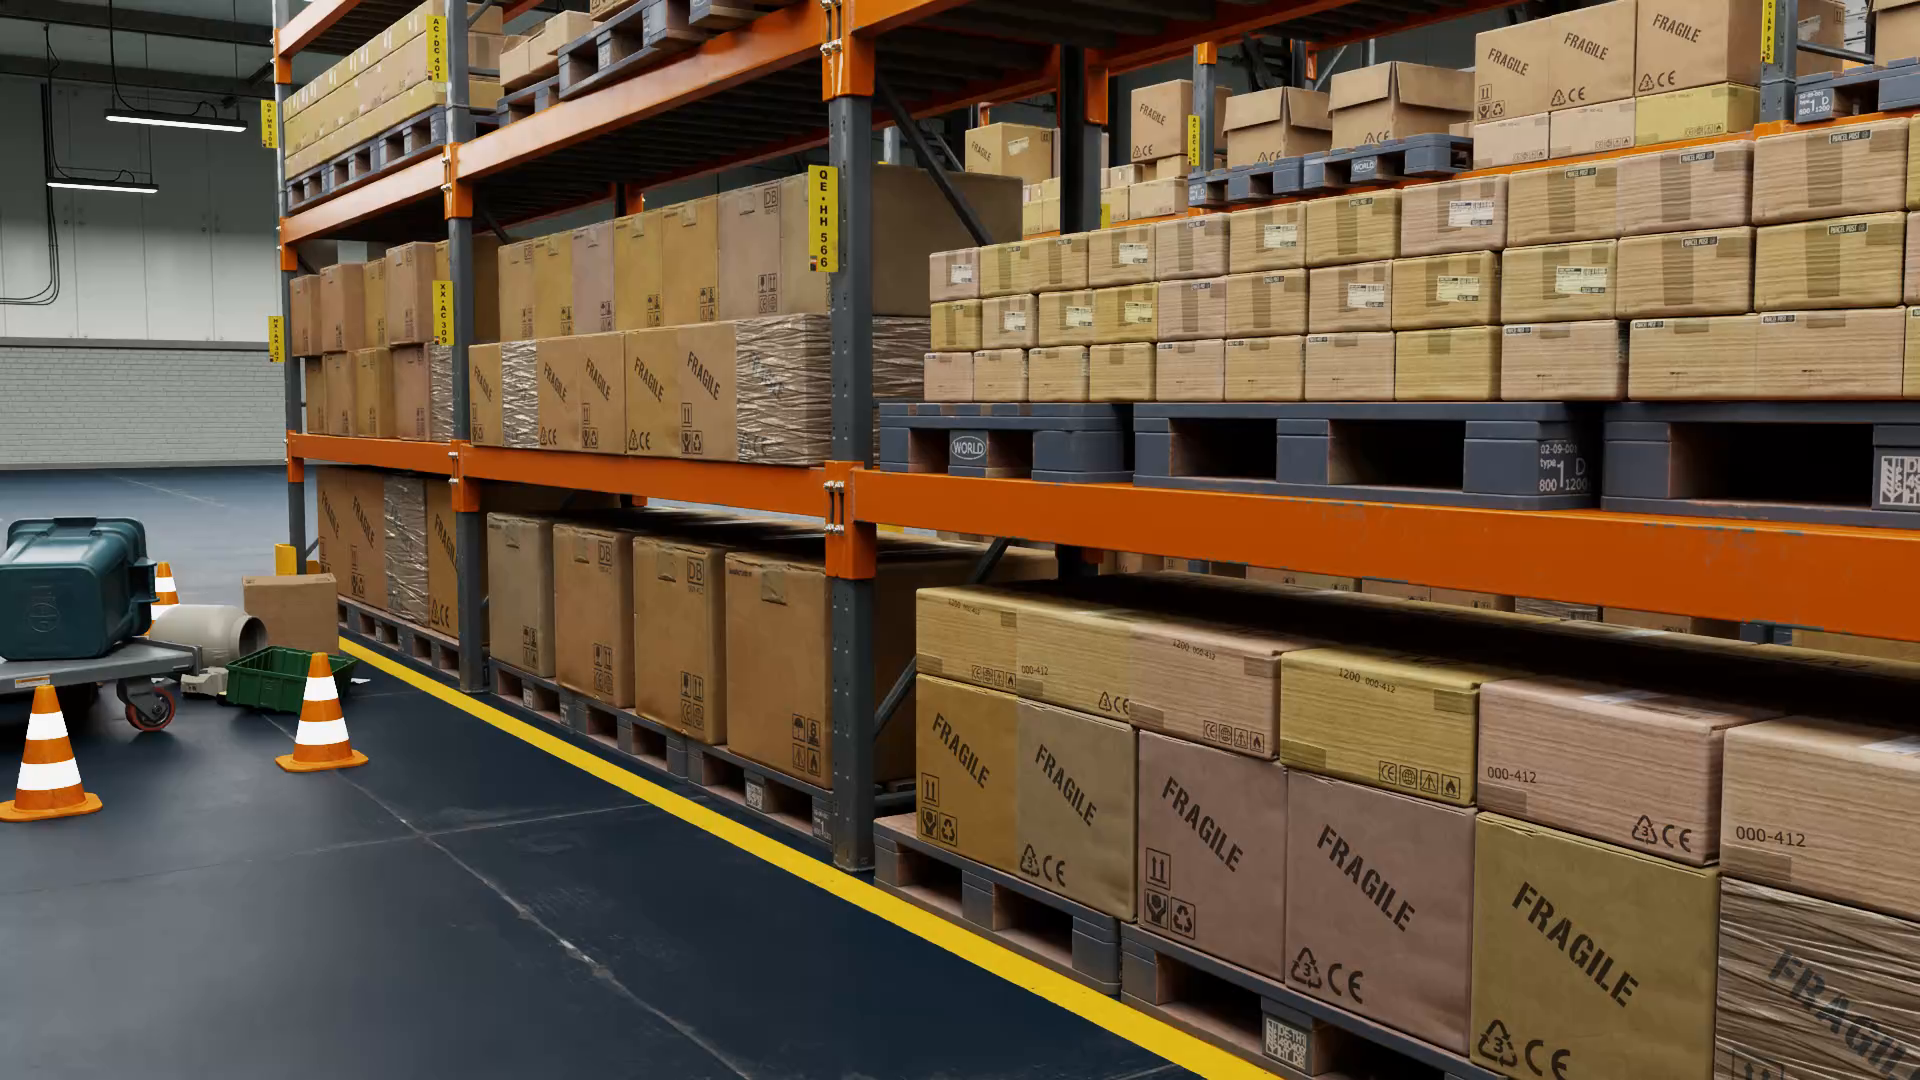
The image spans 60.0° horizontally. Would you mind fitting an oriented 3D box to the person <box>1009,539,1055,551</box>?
[{"bbox_3d":[0.399,-0.099,9.326,0.367,1.714,0.538,-3,5,-33],"label":"person"}]
